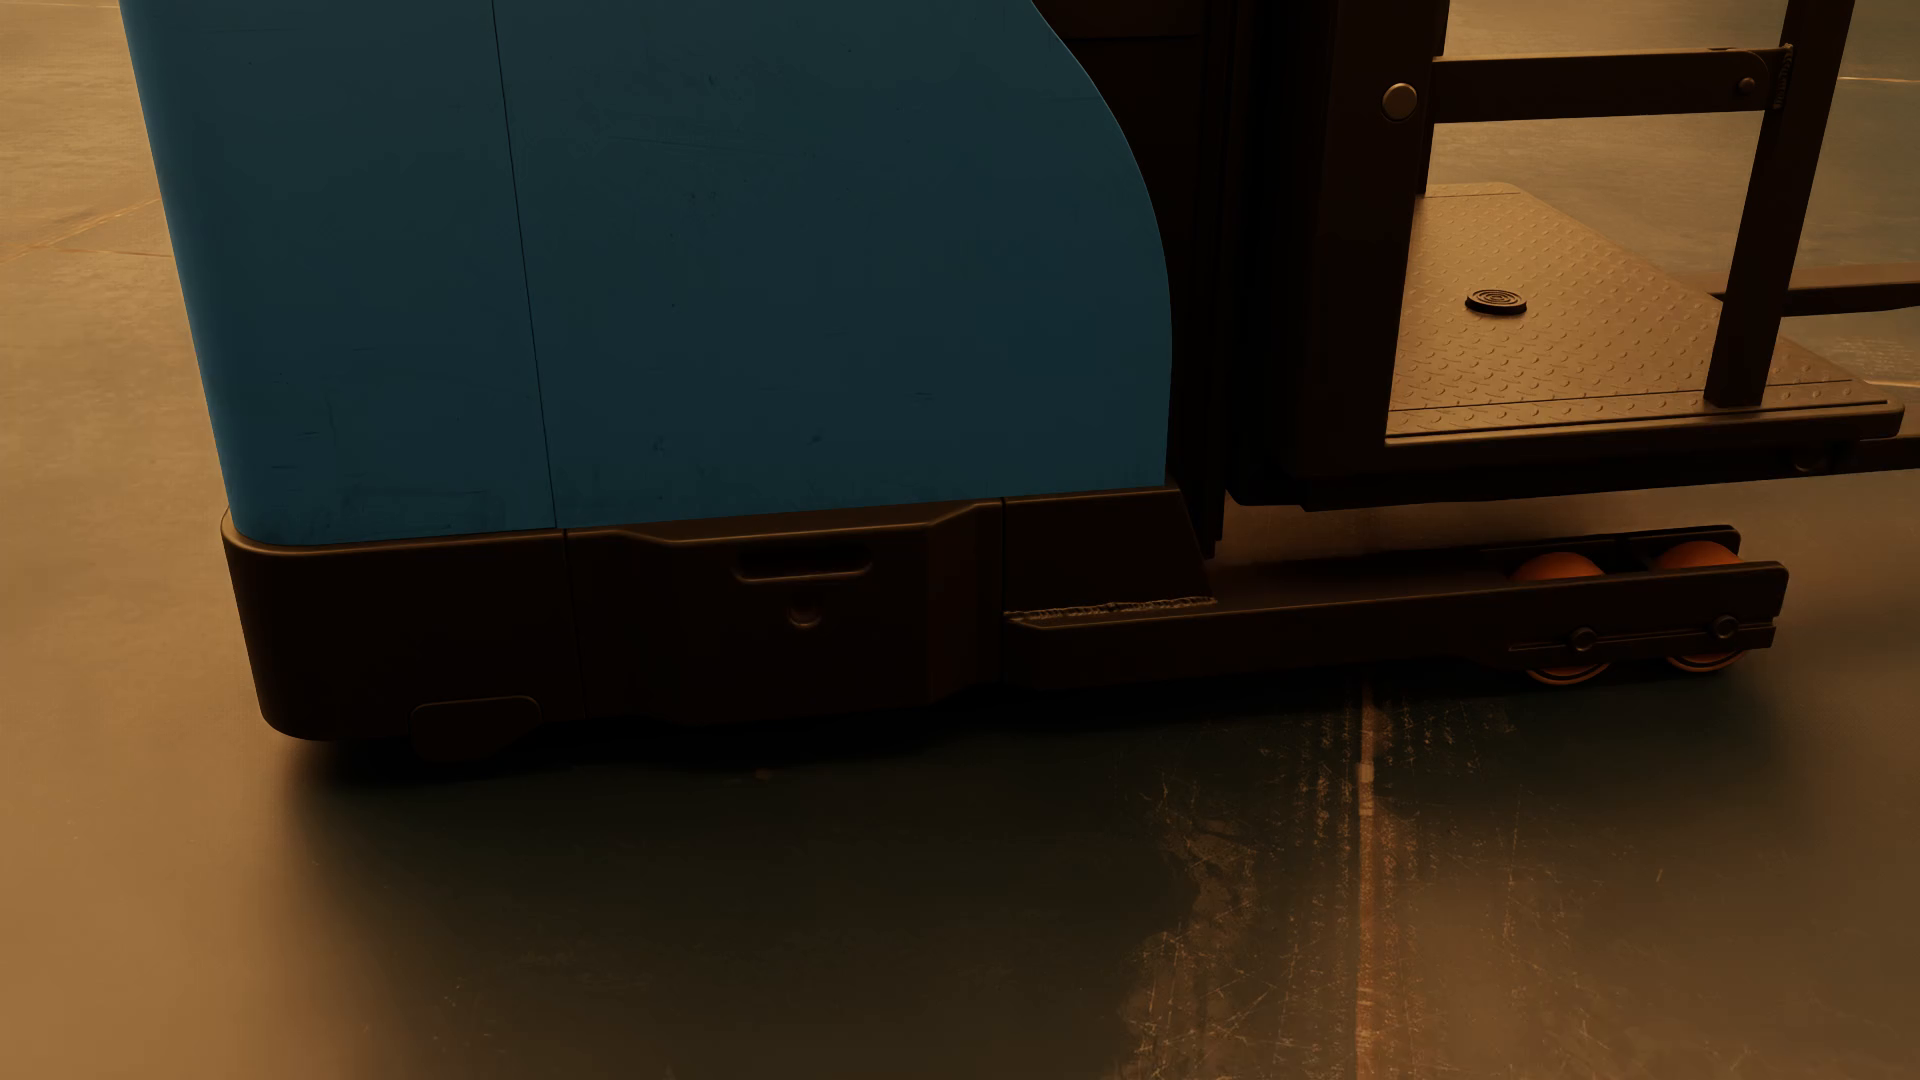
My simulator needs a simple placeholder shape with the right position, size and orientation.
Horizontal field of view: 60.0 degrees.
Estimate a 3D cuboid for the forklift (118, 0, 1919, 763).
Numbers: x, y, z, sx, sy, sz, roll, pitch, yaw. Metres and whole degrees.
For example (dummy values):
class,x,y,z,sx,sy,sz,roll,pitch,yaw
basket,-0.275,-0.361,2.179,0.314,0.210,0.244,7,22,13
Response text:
class,x,y,z,sx,sy,sz,roll,pitch,yaw
forklift,0.600,-1.354,1.930,3.031,2.935,1.130,-4,27,-9
